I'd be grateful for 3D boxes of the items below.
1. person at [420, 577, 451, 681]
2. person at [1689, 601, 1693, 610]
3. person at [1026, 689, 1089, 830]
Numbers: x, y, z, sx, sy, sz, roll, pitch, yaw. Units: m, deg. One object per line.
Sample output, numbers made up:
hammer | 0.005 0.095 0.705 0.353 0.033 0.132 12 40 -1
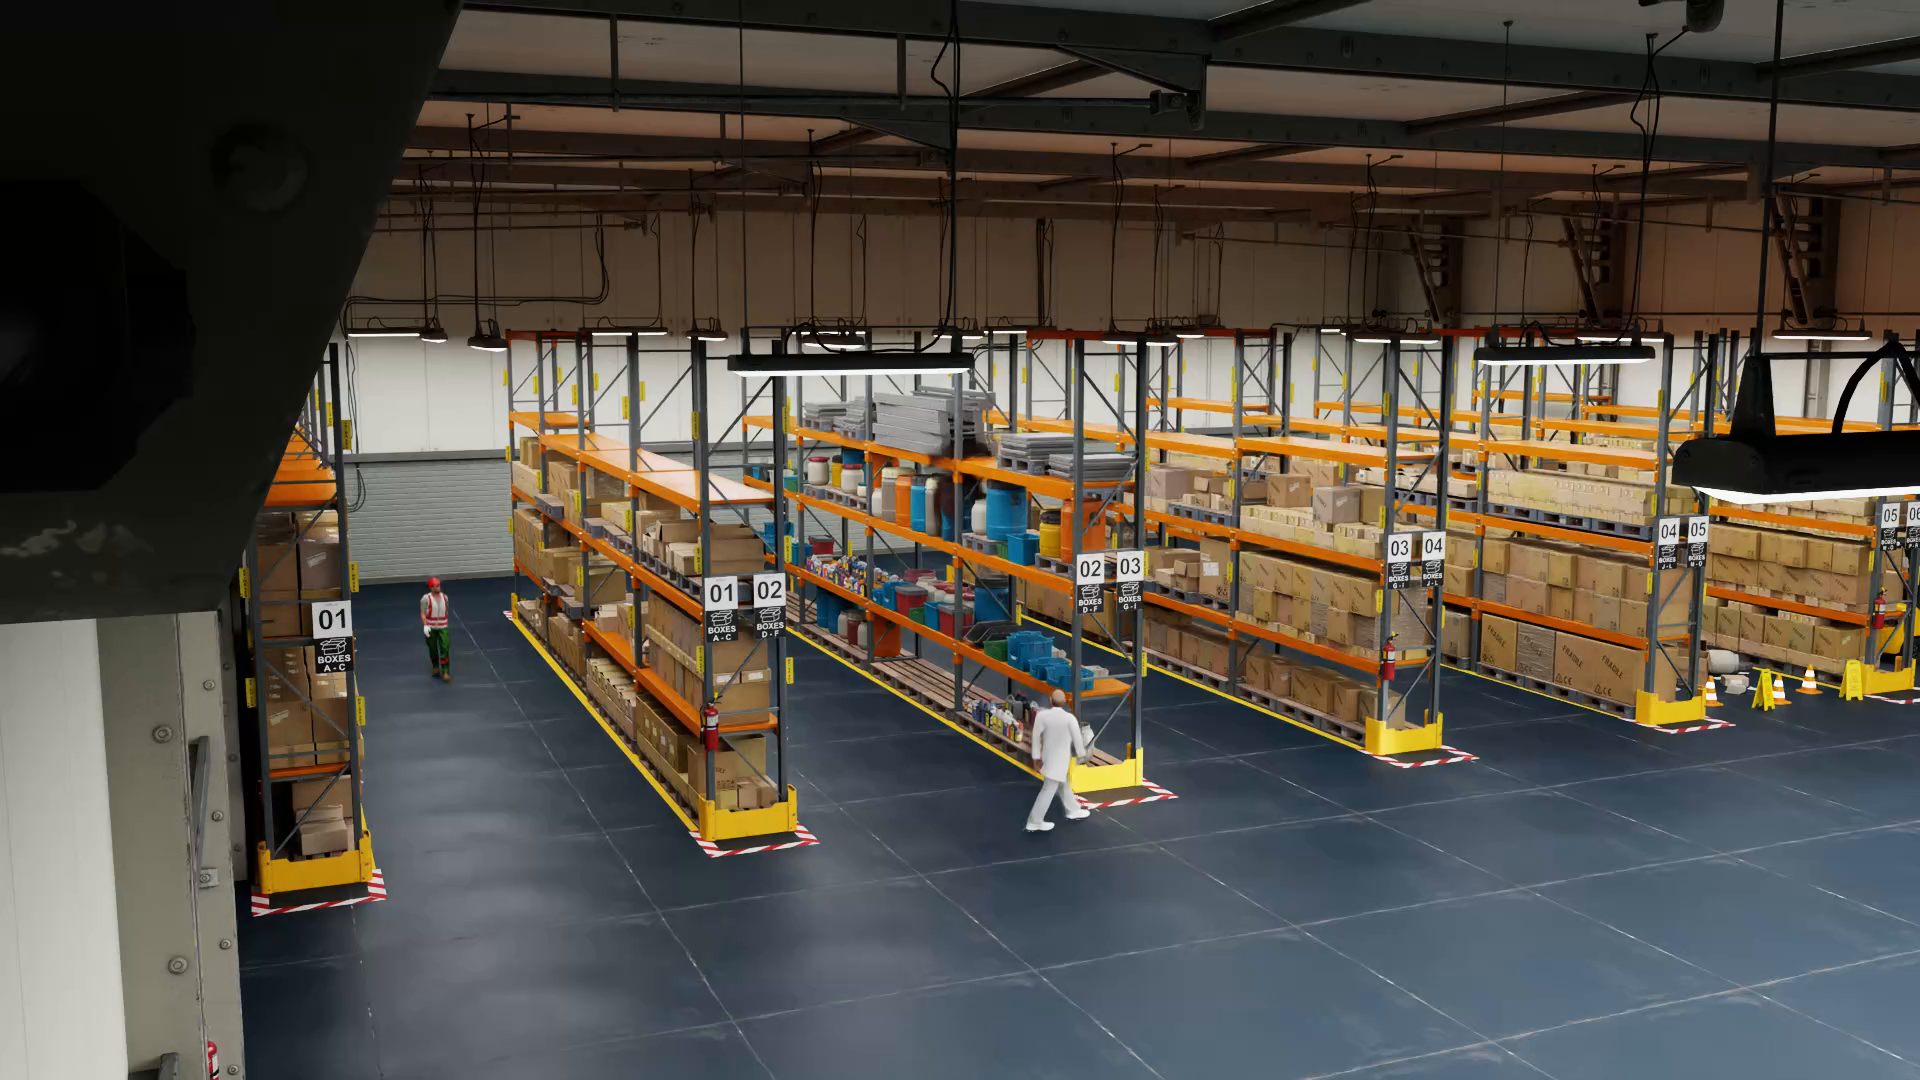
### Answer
person | -9.105 1.522 28.863 0.485 1.738 0.995 -3 8 -19
person | 15.227 0.731 34.738 0.519 1.805 0.611 1 8 10
person | 1.261 2.689 20.423 1.063 1.688 0.552 -5 9 -31
